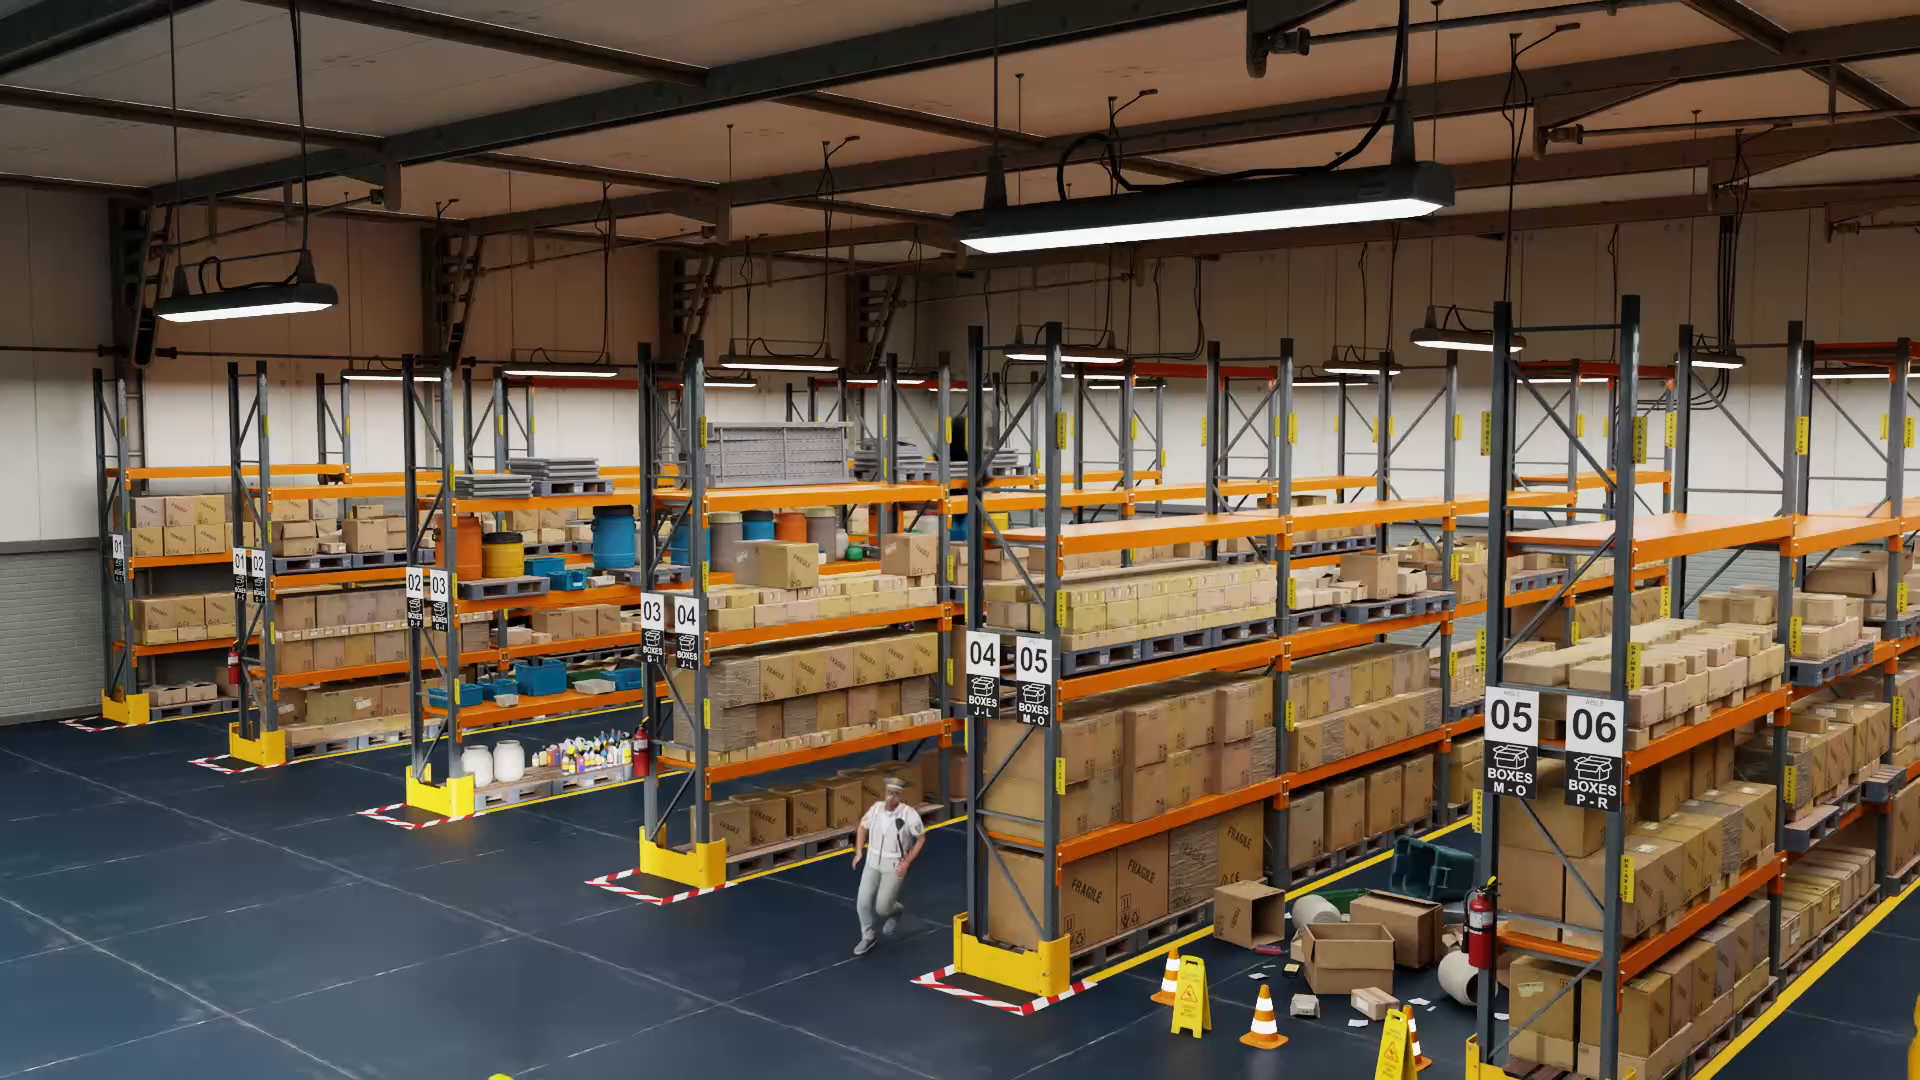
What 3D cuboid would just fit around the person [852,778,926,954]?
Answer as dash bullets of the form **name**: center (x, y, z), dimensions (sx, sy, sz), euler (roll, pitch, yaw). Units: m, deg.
- **person**: center (-0.677, 3.135, 16.154), dimensions (0.704, 1.732, 0.583), euler (2, 5, 22)
